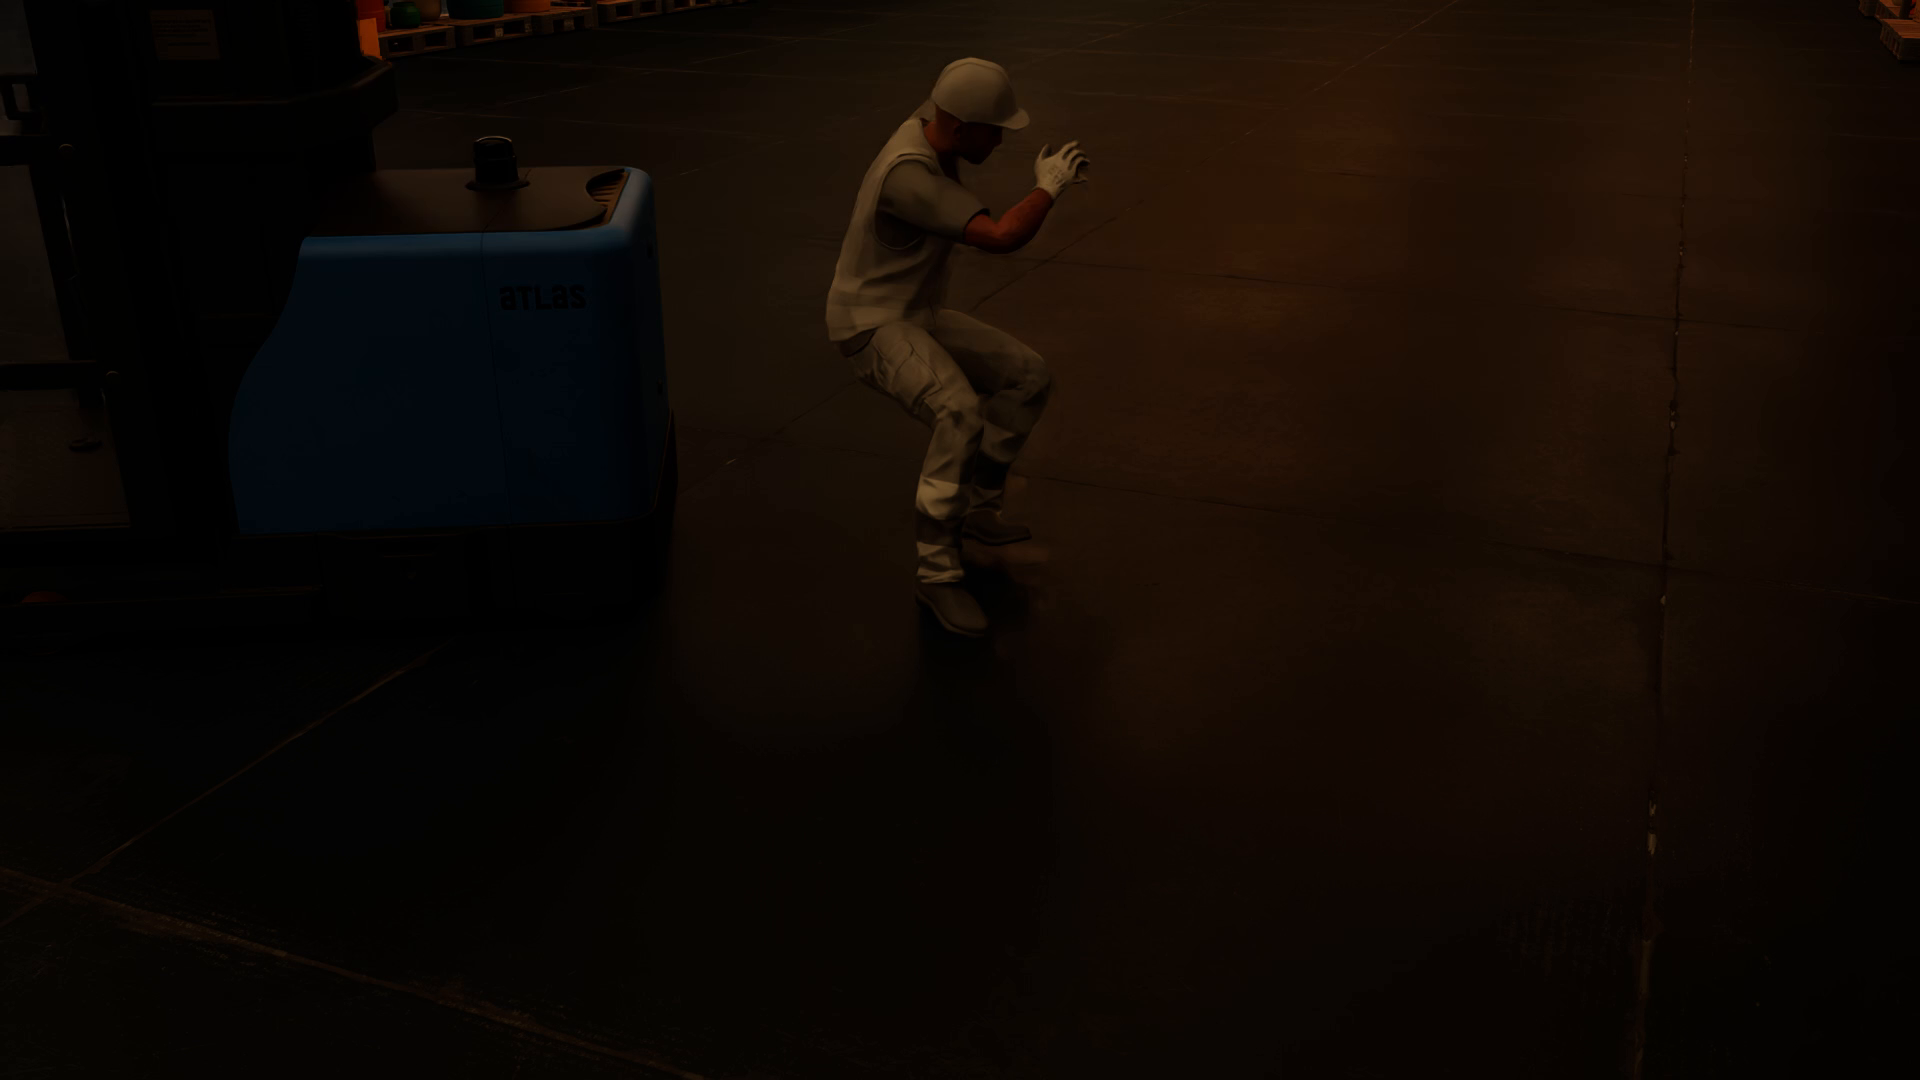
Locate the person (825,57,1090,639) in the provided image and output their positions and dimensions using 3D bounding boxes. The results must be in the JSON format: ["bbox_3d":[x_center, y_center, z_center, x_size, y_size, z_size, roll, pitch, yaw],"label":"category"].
[{"bbox_3d":[0.016,-0.695,4.910,0.741,1.450,1.501,6,23,14],"label":"person"}]

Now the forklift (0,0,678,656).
[{"bbox_3d":[-2.373,-1.256,4.296,3.031,2.935,1.130,-2,23,-6],"label":"forklift"}]
